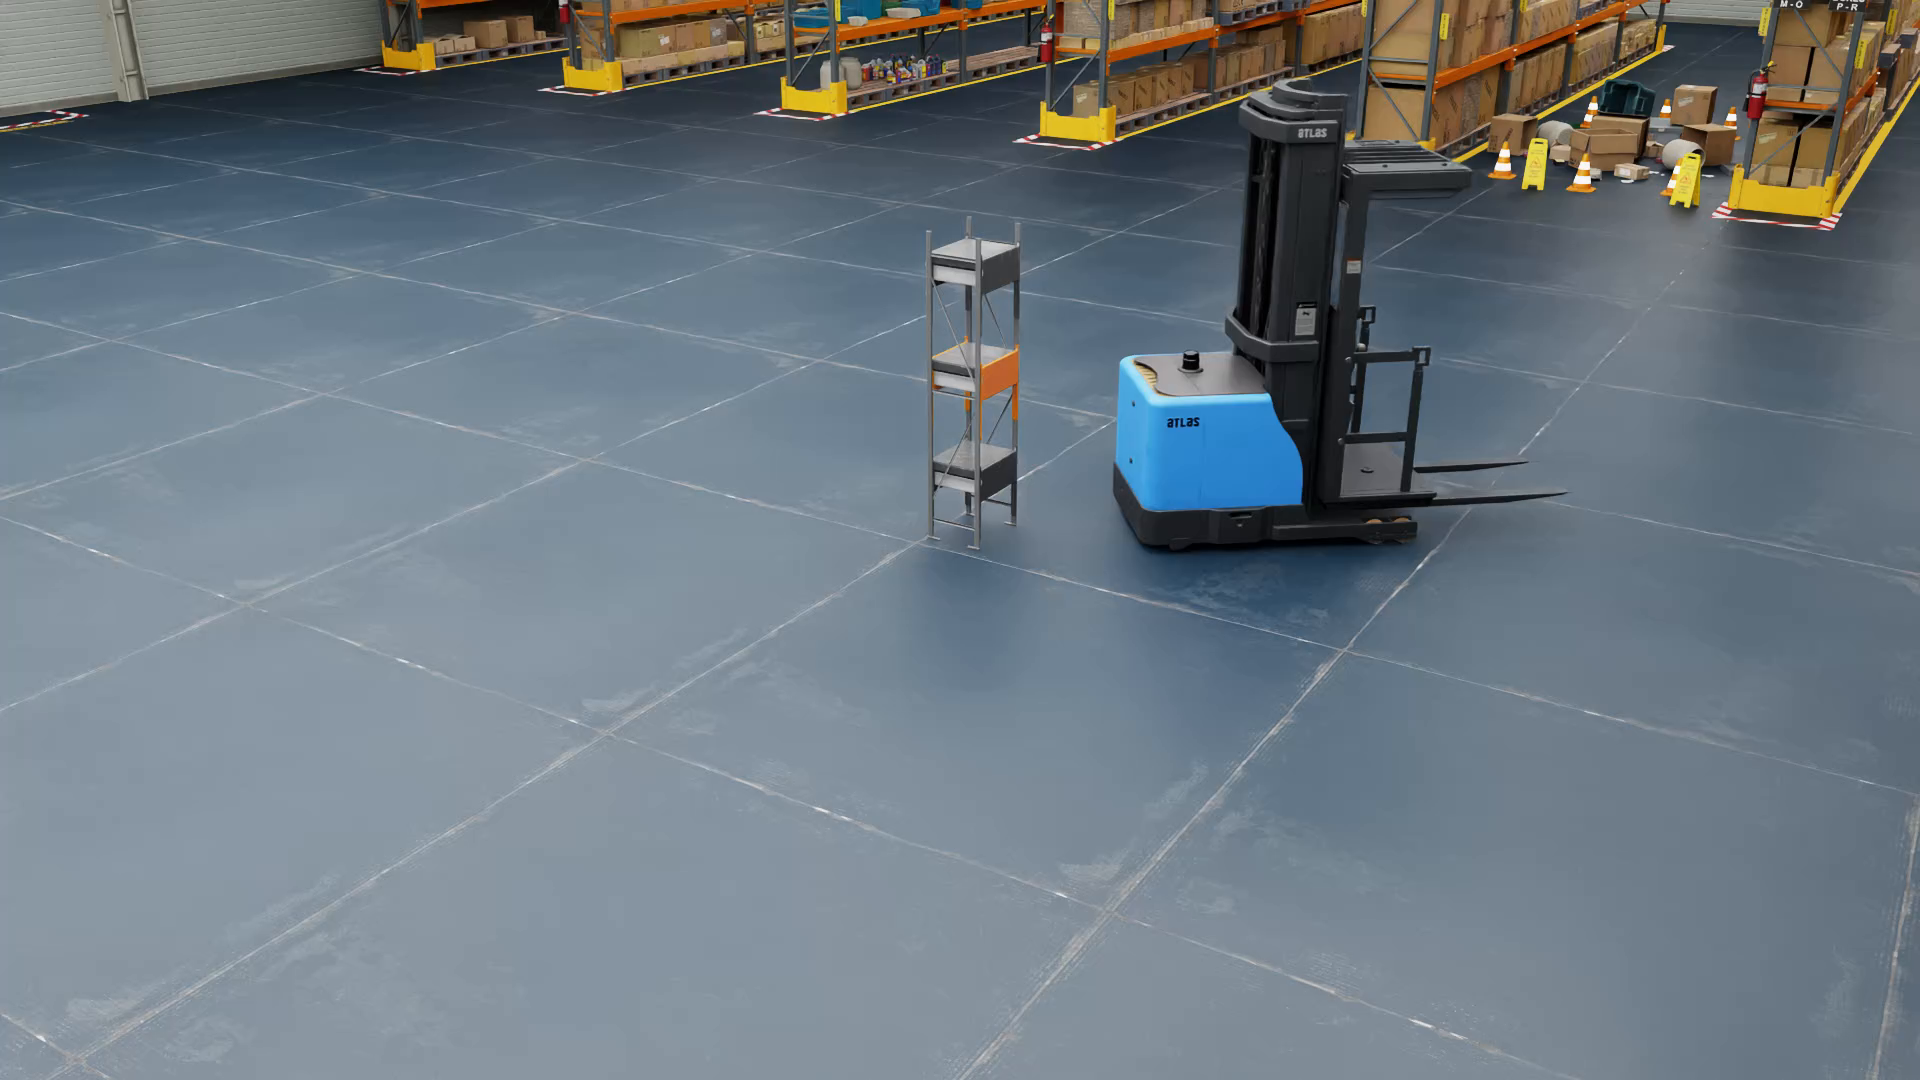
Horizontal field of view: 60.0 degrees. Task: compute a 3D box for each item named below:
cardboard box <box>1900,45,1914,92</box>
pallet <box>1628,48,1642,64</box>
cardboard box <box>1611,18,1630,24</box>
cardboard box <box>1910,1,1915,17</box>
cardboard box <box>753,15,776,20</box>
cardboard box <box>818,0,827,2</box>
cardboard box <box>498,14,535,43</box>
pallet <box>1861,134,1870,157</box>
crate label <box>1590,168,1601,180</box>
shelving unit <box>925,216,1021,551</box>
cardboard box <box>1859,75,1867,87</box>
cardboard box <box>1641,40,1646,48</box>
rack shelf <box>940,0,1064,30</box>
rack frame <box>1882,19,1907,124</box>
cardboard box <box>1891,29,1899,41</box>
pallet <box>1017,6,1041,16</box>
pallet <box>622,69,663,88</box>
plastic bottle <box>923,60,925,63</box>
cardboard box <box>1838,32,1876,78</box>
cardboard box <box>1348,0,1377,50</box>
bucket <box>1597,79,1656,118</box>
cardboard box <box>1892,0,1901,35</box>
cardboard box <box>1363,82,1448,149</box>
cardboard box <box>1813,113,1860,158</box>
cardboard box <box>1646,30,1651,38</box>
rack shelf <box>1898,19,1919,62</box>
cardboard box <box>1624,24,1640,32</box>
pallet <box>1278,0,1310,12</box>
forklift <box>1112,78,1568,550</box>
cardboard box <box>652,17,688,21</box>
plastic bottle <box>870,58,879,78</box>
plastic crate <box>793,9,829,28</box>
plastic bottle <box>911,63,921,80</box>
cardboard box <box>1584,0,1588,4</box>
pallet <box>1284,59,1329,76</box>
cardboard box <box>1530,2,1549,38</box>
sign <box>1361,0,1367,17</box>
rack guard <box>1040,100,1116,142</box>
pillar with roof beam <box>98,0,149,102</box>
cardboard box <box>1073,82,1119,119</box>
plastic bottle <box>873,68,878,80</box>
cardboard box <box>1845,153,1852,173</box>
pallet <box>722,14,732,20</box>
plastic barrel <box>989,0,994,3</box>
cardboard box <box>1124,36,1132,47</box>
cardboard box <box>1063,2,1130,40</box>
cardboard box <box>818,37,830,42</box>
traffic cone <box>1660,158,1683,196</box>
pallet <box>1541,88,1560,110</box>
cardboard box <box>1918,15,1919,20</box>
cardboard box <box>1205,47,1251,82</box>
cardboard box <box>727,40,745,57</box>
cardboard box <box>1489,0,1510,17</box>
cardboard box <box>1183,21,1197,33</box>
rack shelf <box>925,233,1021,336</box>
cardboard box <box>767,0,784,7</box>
[{"bbox_3d":[15.780,-8.196,28.552,0.875,0.875,0.875,15,27,30],"label":"cardboard box"},{"bbox_3d":[13.217,-9.882,33.811,1.003,0.211,1.213,14,27,29],"label":"pallet"},{"bbox_3d":[13.752,-10.798,34.727,0.380,0.149,0.250,14,27,30],"label":"cardboard box"},{"bbox_3d":[15.150,-8.615,26.934,0.500,0.250,0.500,15,27,30],"label":"cardboard box"},{"bbox_3d":[-4.040,-10.695,34.405,0.500,0.311,0.500,14,27,29],"label":"cardboard box"},{"bbox_3d":[-3.785,-14.147,42.771,0.700,0.500,0.500,14,27,28],"label":"cardboard box"},{"bbox_3d":[-9.268,-10.698,34.778,0.500,0.500,0.500,12,26,25],"label":"cardboard box"},{"bbox_3d":[12.699,-5.794,24.368,1.003,0.211,1.213,14,27,29],"label":"pallet"},{"bbox_3d":[8.550,-4.959,22.532,0.250,0.136,0.298,1,23,2],"label":"crate label"},{"bbox_3d":[0.087,-1.019,10.962,0.431,2.100,0.503,14,27,29],"label":"shelving unit"},{"bbox_3d":[11.580,-6.005,21.662,0.380,0.149,0.250,14,27,29],"label":"cardboard box"},{"bbox_3d":[13.797,-10.163,34.010,0.380,0.149,0.250,13,26,27],"label":"cardboard box"},{"bbox_3d":[0.717,-10.270,32.104,1.077,0.370,4.000,14,27,29],"label":"rack shelf"},{"bbox_3d":[14.399,-8.161,26.325,1.000,3.000,0.127,14,27,29],"label":"rack frame"},{"bbox_3d":[13.560,-7.443,24.454,0.380,0.149,0.250,15,28,31],"label":"cardboard box"},{"bbox_3d":[1.326,-13.440,42.031,1.003,0.211,1.213,14,27,29],"label":"pallet"},{"bbox_3d":[-6.286,-8.602,30.854,1.003,0.211,1.213,14,27,29],"label":"pallet"},{"bbox_3d":[-0.673,-8.557,30.116,0.152,0.276,0.135,14,27,29],"label":"plastic bottle"},{"bbox_3d":[11.464,-6.266,21.448,0.500,0.500,0.500,13,27,28],"label":"cardboard box"},{"bbox_3d":[7.769,-10.585,34.071,1.225,0.875,0.875,14,27,29],"label":"cardboard box"},{"bbox_3d":[9.917,-6.480,24.650,0.620,0.611,0.726,-6,22,-39],"label":"bucket"},{"bbox_3d":[13.044,-7.453,23.662,0.500,0.500,0.500,14,27,29],"label":"cardboard box"},{"bbox_3d":[6.222,-5.924,23.305,0.875,0.875,0.875,14,27,29],"label":"cardboard box"},{"bbox_3d":[11.395,-5.303,21.713,0.500,0.500,0.500,14,27,30],"label":"cardboard box"},{"bbox_3d":[14.052,-10.471,34.348,0.380,0.149,0.250,13,26,27],"label":"cardboard box"},{"bbox_3d":[15.454,-8.506,28.028,1.077,0.370,4.000,14,27,29],"label":"rack shelf"},{"bbox_3d":[13.568,-10.361,33.718,0.380,0.149,0.250,13,27,27],"label":"cardboard box"},{"bbox_3d":[5.695,-9.887,30.553,1.213,0.211,1.003,14,27,29],"label":"pallet"},{"bbox_3d":[2.643,-1.522,11.077,3.031,2.935,1.130,-3,24,-7],"label":"forklift"},{"bbox_3d":[-5.582,-9.811,32.126,0.500,0.500,0.500,14,27,29],"label":"cardboard box"},{"bbox_3d":[-1.538,-8.456,29.788,0.144,0.351,0.185,15,28,31],"label":"plastic bottle"},{"bbox_3d":[-2.438,-8.739,27.848,0.499,0.251,0.616,14,27,29],"label":"plastic crate"},{"bbox_3d":[-0.793,-8.372,29.687,0.152,0.276,0.135,14,27,30],"label":"plastic bottle"},{"bbox_3d":[10.832,-9.532,29.280,0.380,0.149,0.250,15,28,32],"label":"cardboard box"},{"bbox_3d":[6.460,-9.208,32.255,1.003,0.211,1.213,14,27,29],"label":"pallet"},{"bbox_3d":[9.068,-8.320,26.567,0.500,0.500,0.500,14,27,29],"label":"cardboard box"},{"bbox_3d":[5.467,-7.222,22.402,0.100,0.325,0.005,14,27,29],"label":"sign"},{"bbox_3d":[1.800,-6.416,25.441,1.175,0.500,0.348,14,27,29],"label":"rack guard"},{"bbox_3d":[-10.738,-10.895,25.090,9.100,9.000,0.400,14,27,29],"label":"pillar with roof beam"},{"bbox_3d":[2.104,-6.790,25.777,0.500,0.500,0.500,20,30,38],"label":"cardboard box"},{"bbox_3d":[-1.506,-8.311,29.641,0.097,0.201,0.097,0,23,0],"label":"plastic bottle"},{"bbox_3d":[11.392,-4.963,21.872,0.500,0.250,0.500,16,28,32],"label":"cardboard box"},{"bbox_3d":[-6.165,-12.322,39.448,1.003,0.211,1.213,14,27,29],"label":"pallet"},{"bbox_3d":[0.491,-10.276,31.387,0.301,0.262,0.301,0,23,0],"label":"plastic barrel"},{"bbox_3d":[2.406,-7.630,25.415,0.380,0.149,0.250,14,27,29],"label":"cardboard box"},{"bbox_3d":[2.073,-7.900,25.222,0.875,0.500,0.500,14,27,29],"label":"cardboard box"},{"bbox_3d":[-3.041,-10.673,35.061,0.500,0.250,0.500,15,27,30],"label":"cardboard box"},{"bbox_3d":[9.310,-4.712,21.552,0.336,0.463,0.334,14,27,29],"label":"traffic cone"},{"bbox_3d":[9.661,-7.634,28.619,1.003,0.211,1.213,14,27,29],"label":"pallet"},{"bbox_3d":[16.487,-9.238,29.002,0.500,0.250,0.500,13,27,28],"label":"cardboard box"},{"bbox_3d":[4.775,-8.491,29.681,0.700,0.500,0.500,11,26,24],"label":"cardboard box"},{"bbox_3d":[-4.603,-9.693,32.798,0.500,0.250,0.500,14,27,29],"label":"cardboard box"},{"bbox_3d":[7.615,-8.051,24.524,0.875,0.550,0.550,14,27,29],"label":"cardboard box"},{"bbox_3d":[3.646,-8.376,27.139,0.380,0.149,0.250,14,27,29],"label":"cardboard box"},{"bbox_3d":[0.087,-1.649,10.689,0.431,0.518,0.480,14,27,29],"label":"rack shelf"},{"bbox_3d":[-4.767,-13.661,41.208,0.750,0.750,0.750,14,27,30],"label":"cardboard box"}]
